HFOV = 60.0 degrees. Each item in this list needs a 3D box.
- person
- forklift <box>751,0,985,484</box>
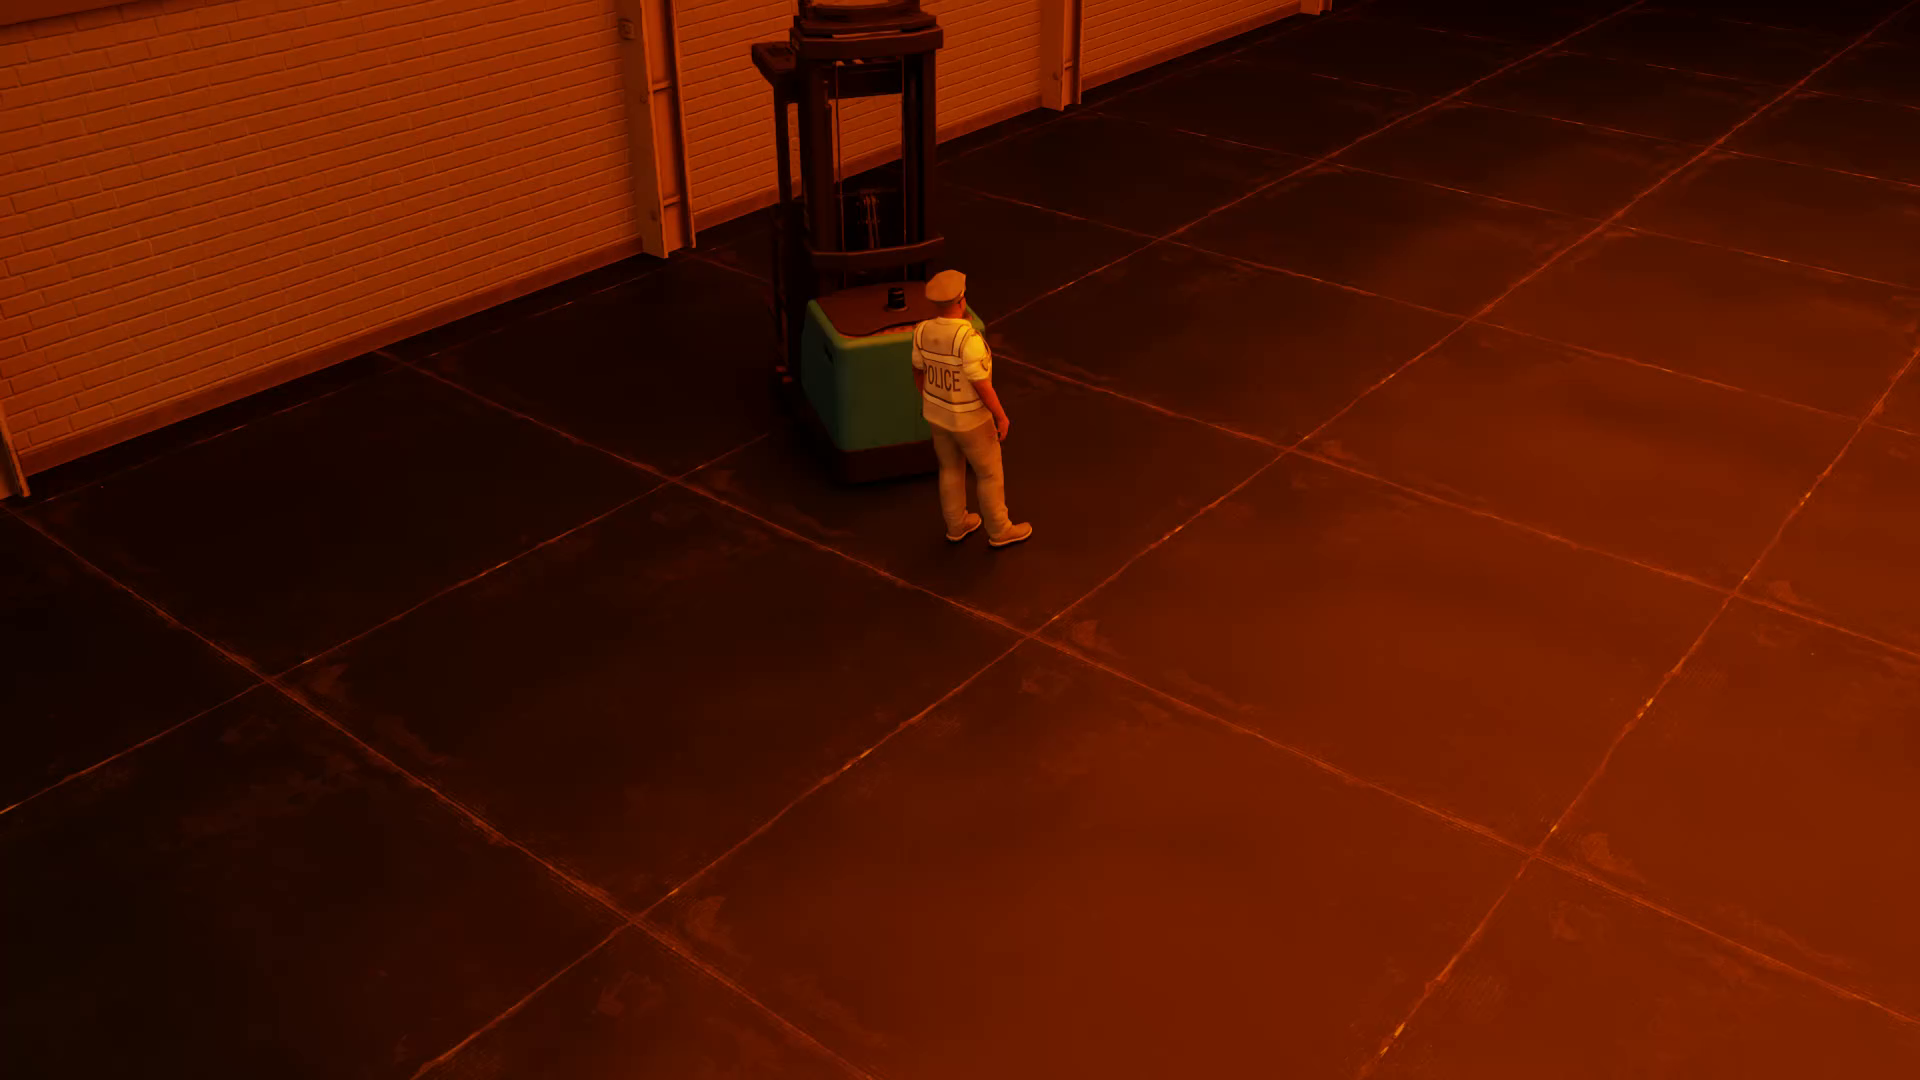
[{"bbox_3d":[0.058,-0.802,10.093,0.640,1.780,0.575,22,37,33],"label":"person"},{"bbox_3d":[-0.776,-2.369,11.649,1.130,2.935,3.031,-10,32,-16],"label":"forklift"}]
